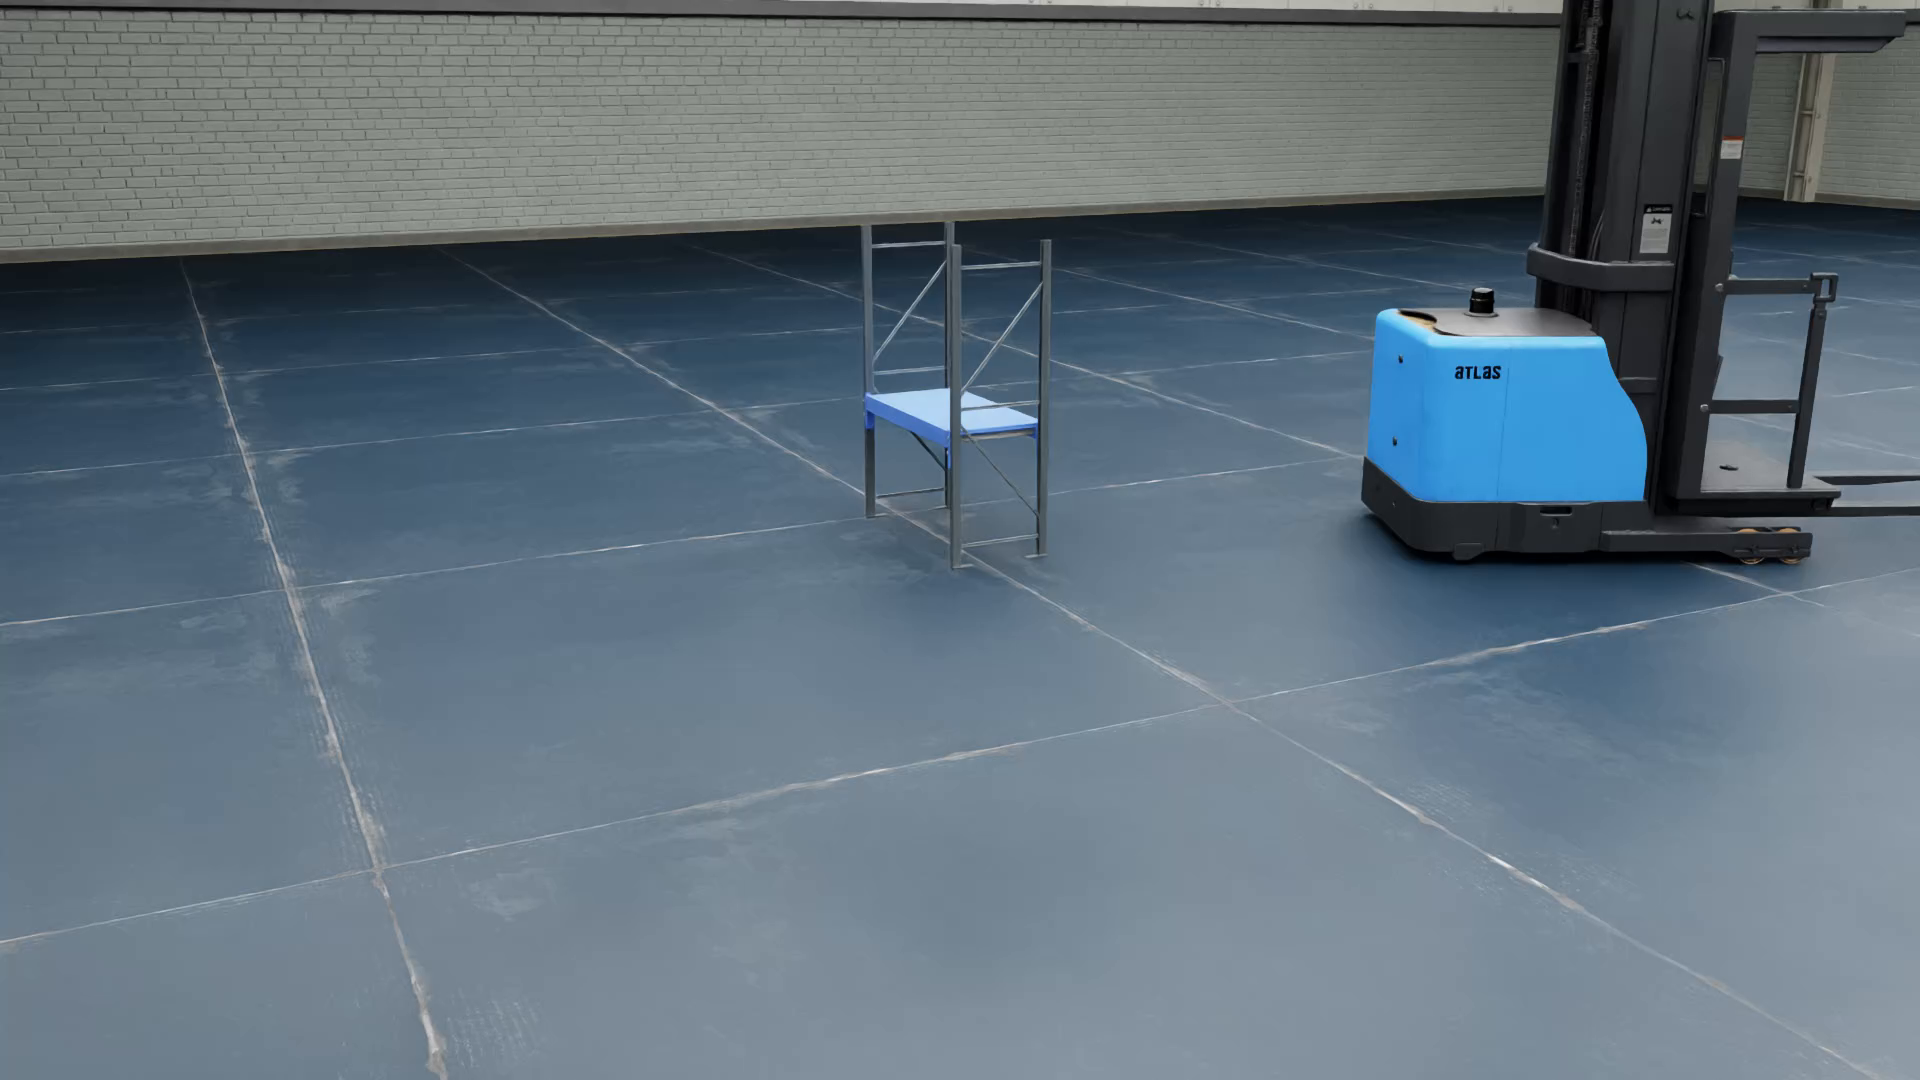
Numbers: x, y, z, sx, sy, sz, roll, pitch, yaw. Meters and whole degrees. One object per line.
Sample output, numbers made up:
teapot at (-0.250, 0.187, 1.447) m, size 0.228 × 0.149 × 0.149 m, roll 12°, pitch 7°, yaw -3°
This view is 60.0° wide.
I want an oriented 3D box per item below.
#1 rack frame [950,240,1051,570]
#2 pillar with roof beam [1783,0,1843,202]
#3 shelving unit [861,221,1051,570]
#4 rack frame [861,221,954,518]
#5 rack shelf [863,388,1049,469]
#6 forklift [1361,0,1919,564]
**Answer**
rack frame at (0.185, -0.616, 7.678) m, size 0.500 × 1.500 × 0.032 m, roll -8°, pitch 18°, yaw -25°
pillar with roof beam at (10.487, -9.602, 25.395) m, size 9.100 × 9.000 × 0.400 m, roll -8°, pitch 18°, yaw -25°
shelving unit at (-0.037, -0.742, 8.117) m, size 0.538 × 1.500 × 1.048 m, roll -8°, pitch 18°, yaw -25°
rack frame at (-0.260, -0.868, 8.557) m, size 0.500 × 1.500 × 0.032 m, roll -8°, pitch 18°, yaw -25°
rack shelf at (-0.037, -0.569, 8.167) m, size 0.538 × 0.185 × 1.000 m, roll -8°, pitch 18°, yaw -25°
forklift at (3.629, -1.441, 7.957) m, size 3.031 × 2.935 × 1.130 m, roll -1°, pitch 16°, yaw -2°
